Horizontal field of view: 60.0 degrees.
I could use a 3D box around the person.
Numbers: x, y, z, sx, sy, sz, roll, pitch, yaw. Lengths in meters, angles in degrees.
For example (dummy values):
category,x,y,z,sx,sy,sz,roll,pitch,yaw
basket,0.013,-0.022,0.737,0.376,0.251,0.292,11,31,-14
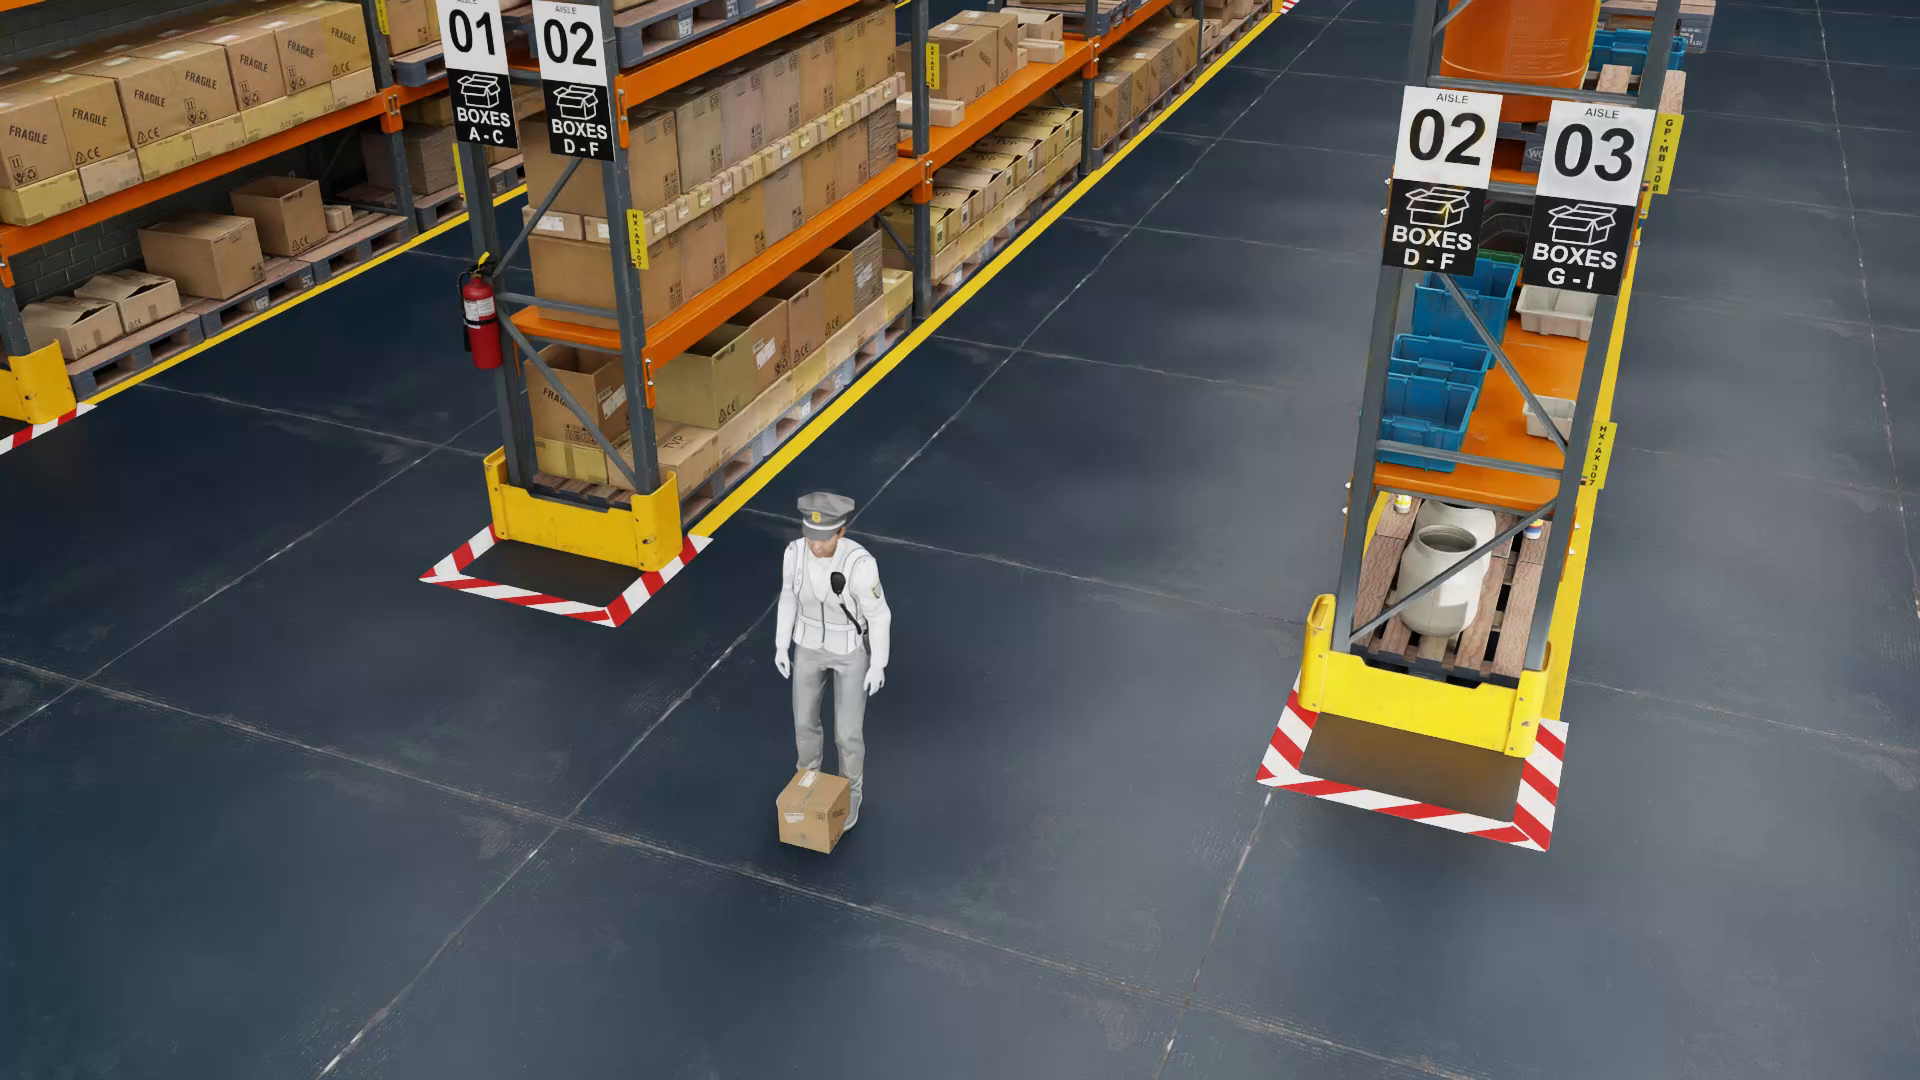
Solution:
category,x,y,z,sx,sy,sz,roll,pitch,yaw
person,-0.582,0.527,7.464,0.547,1.667,0.408,10,31,17
